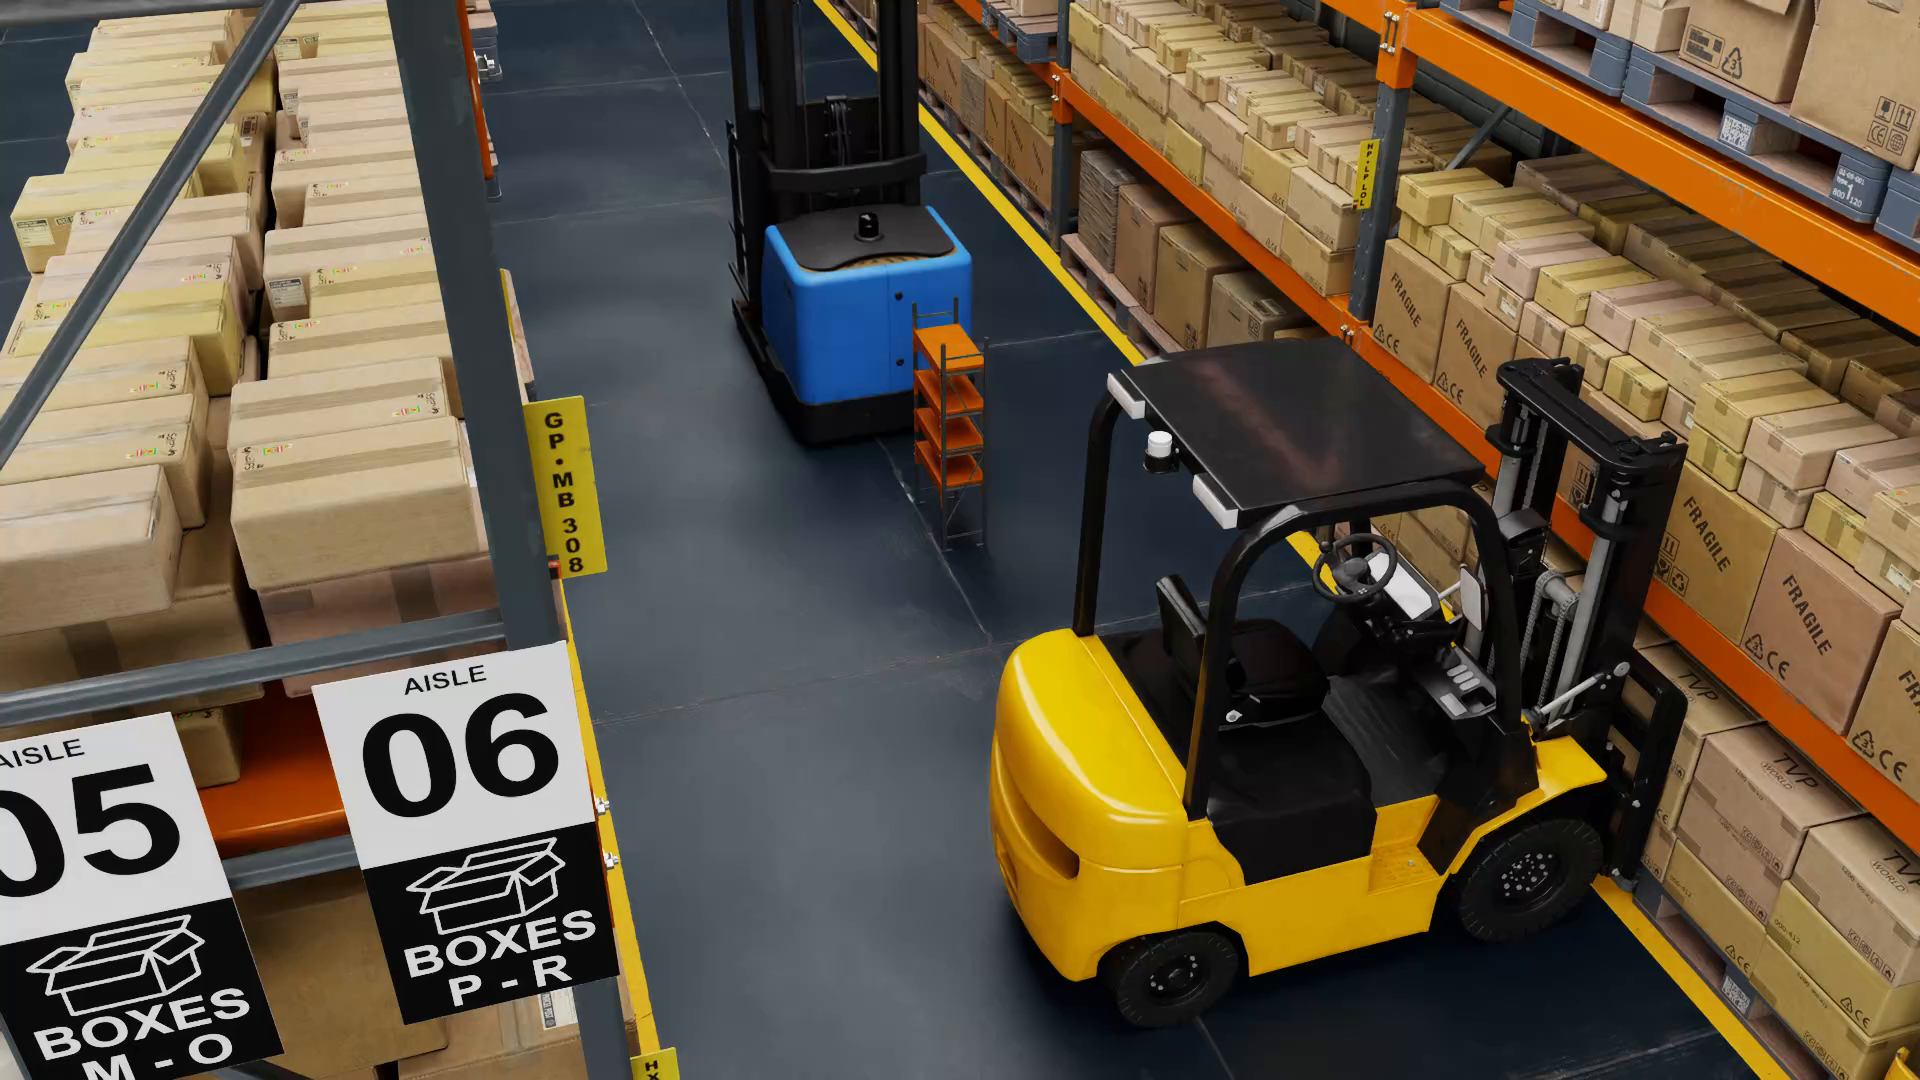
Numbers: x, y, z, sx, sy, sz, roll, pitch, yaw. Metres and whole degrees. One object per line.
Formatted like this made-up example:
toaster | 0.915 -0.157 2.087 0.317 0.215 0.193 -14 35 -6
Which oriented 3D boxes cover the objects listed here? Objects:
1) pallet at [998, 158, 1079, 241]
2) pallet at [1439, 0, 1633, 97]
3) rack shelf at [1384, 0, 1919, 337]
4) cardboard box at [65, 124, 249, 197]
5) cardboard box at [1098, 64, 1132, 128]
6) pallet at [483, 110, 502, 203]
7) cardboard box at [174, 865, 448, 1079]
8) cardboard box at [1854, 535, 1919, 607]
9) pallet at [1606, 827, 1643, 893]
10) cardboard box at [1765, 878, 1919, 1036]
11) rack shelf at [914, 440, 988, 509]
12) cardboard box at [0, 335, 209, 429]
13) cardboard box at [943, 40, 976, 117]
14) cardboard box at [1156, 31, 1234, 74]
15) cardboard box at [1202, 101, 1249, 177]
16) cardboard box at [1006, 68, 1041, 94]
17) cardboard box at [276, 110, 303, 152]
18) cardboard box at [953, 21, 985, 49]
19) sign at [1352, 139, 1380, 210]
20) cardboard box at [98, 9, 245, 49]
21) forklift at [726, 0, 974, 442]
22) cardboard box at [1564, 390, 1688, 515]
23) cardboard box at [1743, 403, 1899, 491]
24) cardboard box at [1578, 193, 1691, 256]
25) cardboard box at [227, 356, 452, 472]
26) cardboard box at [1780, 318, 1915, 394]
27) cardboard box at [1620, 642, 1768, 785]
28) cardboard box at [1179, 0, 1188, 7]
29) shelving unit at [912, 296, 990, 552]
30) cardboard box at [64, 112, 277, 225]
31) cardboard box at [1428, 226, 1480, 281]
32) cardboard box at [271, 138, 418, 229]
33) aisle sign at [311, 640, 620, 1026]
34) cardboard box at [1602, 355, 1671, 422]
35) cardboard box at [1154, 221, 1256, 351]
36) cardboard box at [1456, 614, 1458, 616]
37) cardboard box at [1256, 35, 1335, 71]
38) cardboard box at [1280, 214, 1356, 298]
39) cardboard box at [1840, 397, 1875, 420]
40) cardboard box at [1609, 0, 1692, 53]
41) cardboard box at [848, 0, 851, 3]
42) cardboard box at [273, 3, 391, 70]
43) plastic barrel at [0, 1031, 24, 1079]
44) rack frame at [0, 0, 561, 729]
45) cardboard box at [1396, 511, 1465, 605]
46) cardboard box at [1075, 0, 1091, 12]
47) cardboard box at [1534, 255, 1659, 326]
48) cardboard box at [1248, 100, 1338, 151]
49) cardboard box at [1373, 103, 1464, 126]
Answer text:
pallet | 0.950 -2.642 12.557 1.003 0.211 1.213 -10 35 -15
pallet | 2.647 -2.078 6.533 1.003 0.211 1.213 -10 35 -15
rack shelf | 2.972 -1.208 5.789 1.077 0.370 4.000 -10 35 -15
cardboard box | -2.026 -0.927 4.216 0.380 0.149 0.250 -9 35 -14
cardboard box | 1.193 -2.805 10.411 0.500 0.250 0.500 -11 35 -16
pallet | -3.265 -2.134 9.433 1.213 0.211 1.003 -10 35 -15
cardboard box | -1.508 0.816 3.527 0.700 0.500 0.500 -11 35 -16
cardboard box | 3.082 0.070 5.244 0.380 0.149 0.250 -9 35 -14
pallet | 2.940 0.923 7.162 1.003 0.211 1.213 -10 35 -15
cardboard box | 3.136 1.354 5.640 0.500 0.250 0.500 -10 35 -15
rack shelf | -0.051 -0.366 8.697 0.258 0.148 0.480 -10 35 -15
cardboard box | -1.666 -0.250 3.191 0.380 0.149 0.250 -10 35 -15
cardboard box | 0.175 -3.807 13.677 0.500 0.500 0.500 -11 35 -16
cardboard box | 1.362 -2.826 9.628 0.380 0.149 0.250 -9 35 -14
cardboard box | 1.655 -2.206 9.050 0.500 0.250 0.500 -9 35 -14
cardboard box | 0.562 -3.457 12.558 0.380 0.149 0.250 -9 35 -13
cardboard box | -1.676 -1.061 4.781 0.500 0.250 0.500 -11 35 -16
cardboard box | 0.162 -4.132 13.581 0.380 0.149 0.250 -10 35 -15
sign | 1.848 -1.660 7.564 0.100 0.325 0.005 -10 35 -15
cardboard box | -2.472 -1.598 5.231 0.380 0.149 0.250 -9 35 -13
forklift | -0.853 -2.590 10.011 1.130 2.935 3.031 -10 35 -15
cardboard box | 2.712 -0.268 6.343 0.500 0.500 0.500 -10 35 -14
cardboard box | 2.871 -0.314 5.556 0.380 0.149 0.250 -9 35 -14
cardboard box | 2.878 -1.351 7.125 0.380 0.149 0.250 -10 35 -15
cardboard box | -1.150 -0.200 3.115 0.380 0.149 0.250 -10 35 -15
cardboard box | 3.239 -0.672 6.098 0.380 0.149 0.250 -10 35 -14
cardboard box | 2.820 0.628 6.284 0.500 0.250 0.500 -10 35 -14
cardboard box | 1.620 -3.464 10.592 0.380 0.149 0.250 -9 35 -13
shelving unit | -0.051 -0.587 8.551 0.258 1.200 0.503 -10 35 -15
cardboard box | -2.184 -0.972 4.645 0.500 0.250 0.500 -10 35 -14
cardboard box | 2.289 -1.272 7.275 0.380 0.149 0.250 -9 35 -14
cardboard box | -1.492 -0.874 4.136 0.380 0.149 0.250 -9 35 -14
aisle sign | -0.830 0.526 2.875 0.394 0.787 0.004 -10 35 -15
cardboard box | 2.661 -0.592 6.247 0.380 0.149 0.250 -11 35 -16
cardboard box | 1.731 -1.566 10.173 0.875 0.625 0.625 -11 35 -17
cardboard box | 2.535 0.506 7.377 0.500 0.250 0.500 -9 35 -14
cardboard box | 1.920 -2.780 9.557 0.380 0.149 0.250 -9 35 -13
cardboard box | 1.959 -1.465 8.382 0.500 0.250 0.500 -9 35 -14
cardboard box | 3.401 -0.428 5.997 0.380 0.149 0.250 -9 34 -13
cardboard box | 2.526 -1.889 5.817 0.396 0.266 0.258 -11 35 -16
cardboard box | -0.912 -5.653 16.470 0.500 0.500 0.500 -9 35 -14
cardboard box | -1.913 -1.544 5.150 0.380 0.149 0.250 -9 35 -14
plastic barrel | -3.216 1.875 5.528 0.512 0.421 0.421 13 36 18
rack frame | -1.144 -0.873 1.908 1.000 3.000 0.127 -10 35 -15
cardboard box | 2.371 0.027 7.649 0.500 0.250 0.500 -10 35 -15
cardboard box | 0.959 -3.502 10.650 0.380 0.149 0.250 -9 35 -13
cardboard box | 2.514 -0.987 6.574 0.380 0.149 0.250 -11 35 -15
cardboard box | 1.719 -2.147 8.599 0.380 0.149 0.250 -11 35 -16
cardboard box | 2.352 -2.121 8.559 0.380 0.149 0.250 -10 35 -15
